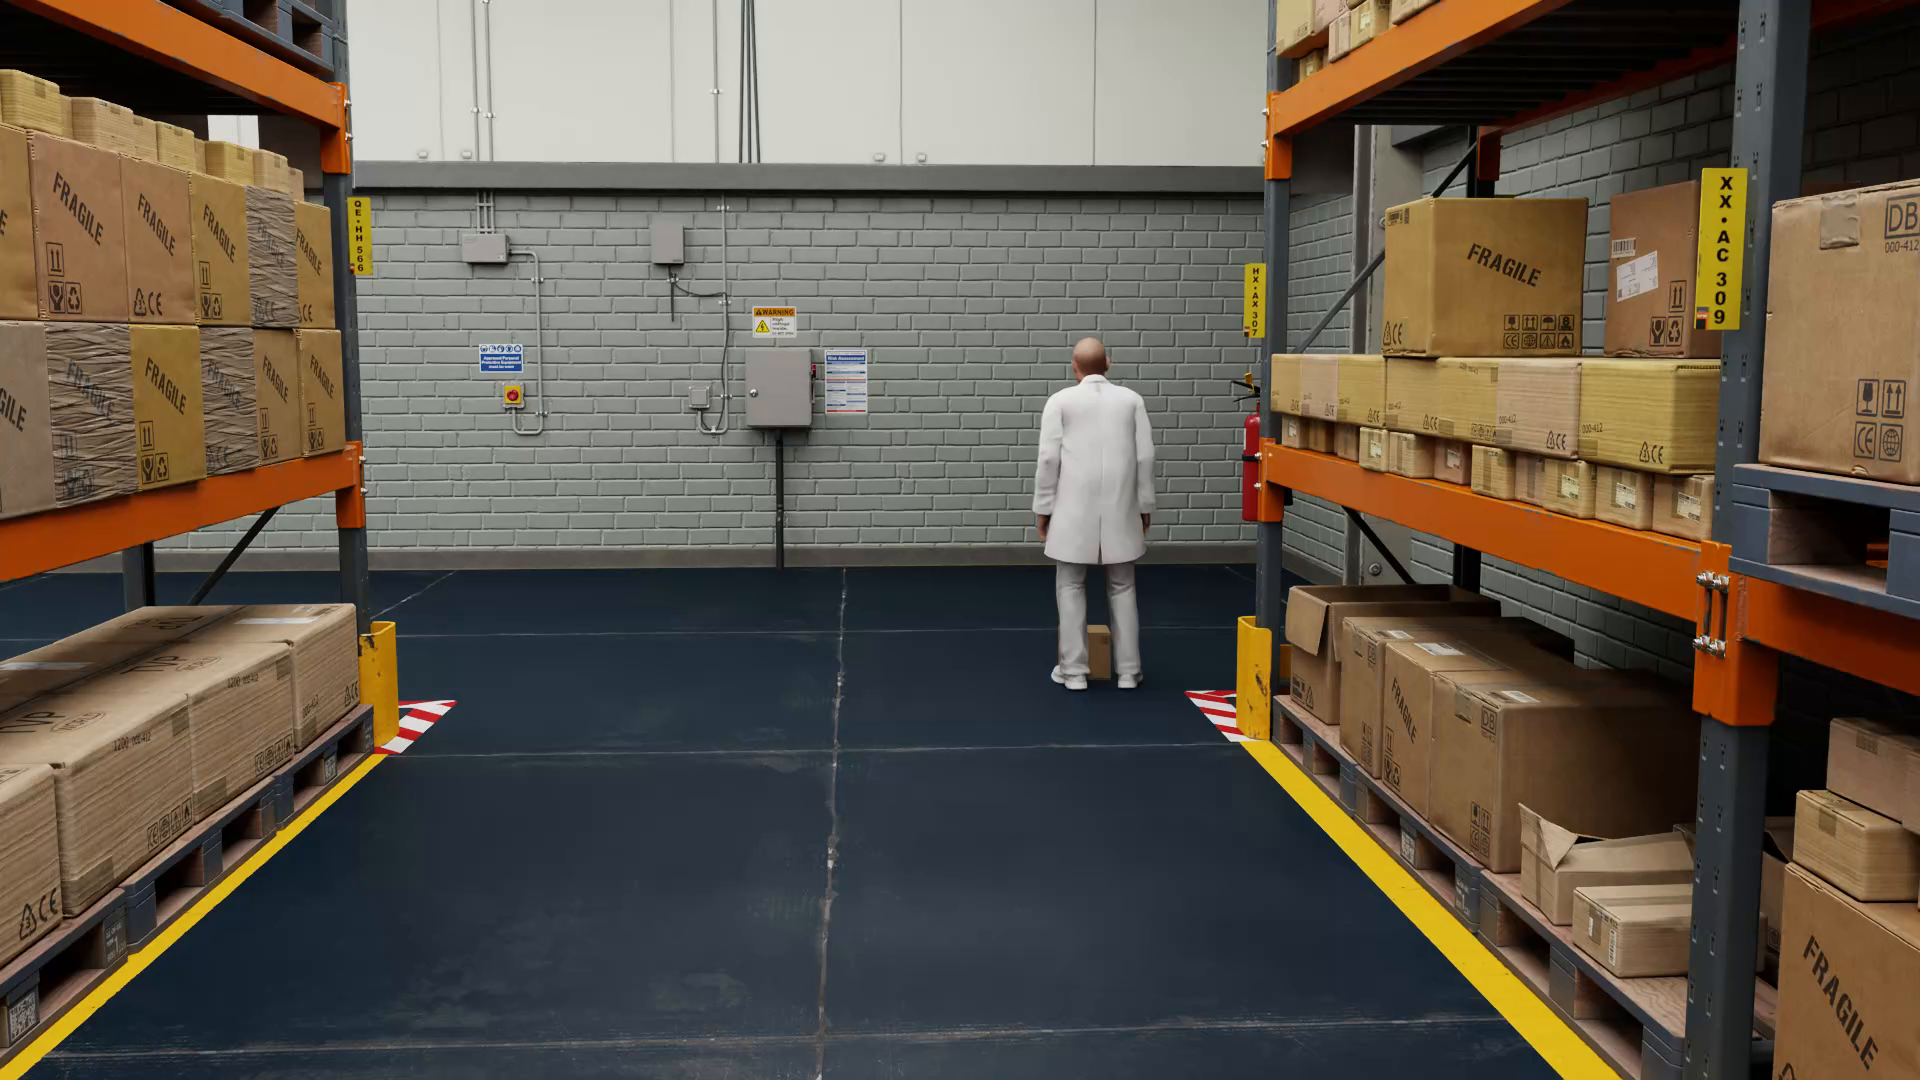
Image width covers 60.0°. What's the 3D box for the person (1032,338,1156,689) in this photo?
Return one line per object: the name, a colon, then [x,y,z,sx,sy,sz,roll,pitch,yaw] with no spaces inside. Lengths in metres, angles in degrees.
person: [0.681,-0.134,8.445,0.638,1.772,0.428,-1,7,-6]
